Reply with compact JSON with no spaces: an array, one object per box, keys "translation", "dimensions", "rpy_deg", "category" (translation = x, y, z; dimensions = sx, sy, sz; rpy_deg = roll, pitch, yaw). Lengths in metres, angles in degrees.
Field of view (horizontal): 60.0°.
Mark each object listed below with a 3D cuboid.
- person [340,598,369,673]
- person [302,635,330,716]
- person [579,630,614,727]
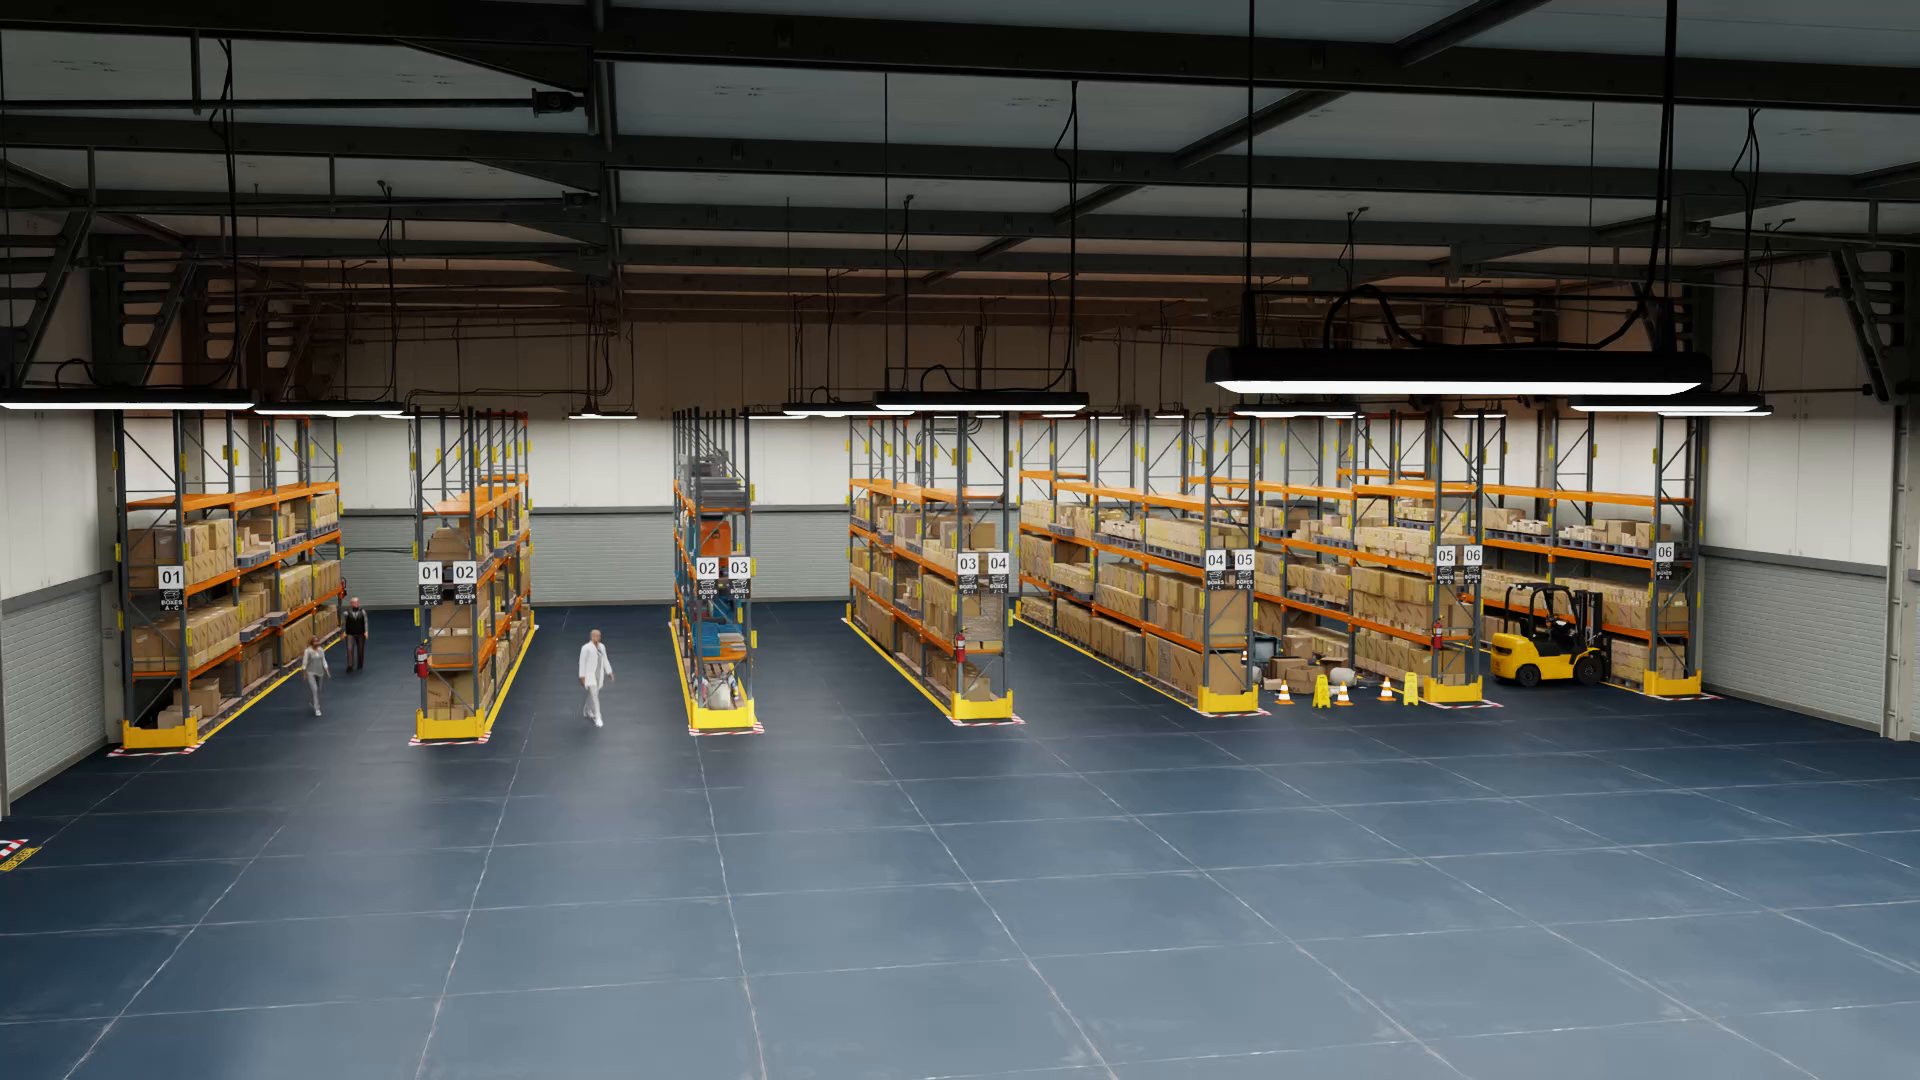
[{"translation":[-13.845,2.159,38.021],"dimensions":[0.617,1.652,1.058],"rpy_deg":[-1,4,-20],"category":"person"},{"translation":[-12.620,2.618,32.532],"dimensions":[0.479,1.536,1.003],"rpy_deg":[-3,5,-38],"category":"person"},{"translation":[-6.952,2.603,31.653],"dimensions":[0.672,1.796,0.950],"rpy_deg":[-4,6,-44],"category":"person"}]
